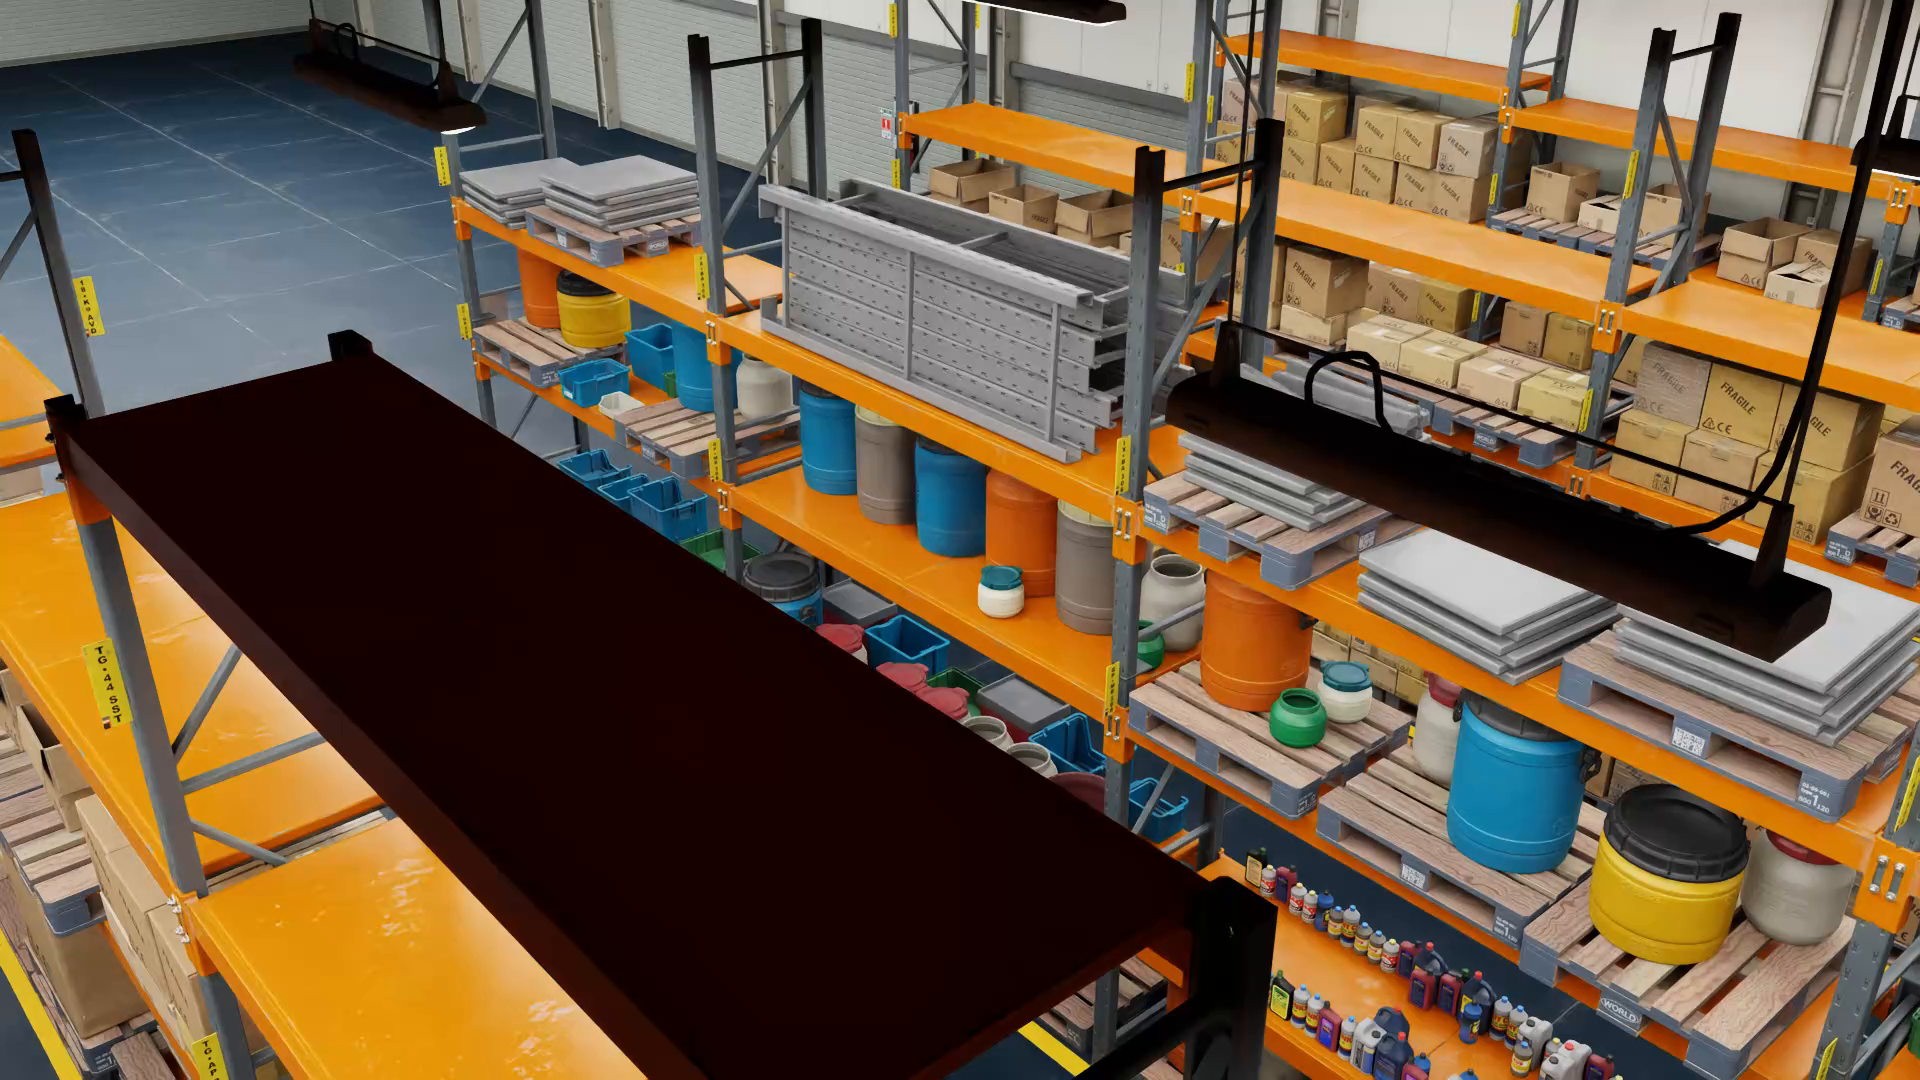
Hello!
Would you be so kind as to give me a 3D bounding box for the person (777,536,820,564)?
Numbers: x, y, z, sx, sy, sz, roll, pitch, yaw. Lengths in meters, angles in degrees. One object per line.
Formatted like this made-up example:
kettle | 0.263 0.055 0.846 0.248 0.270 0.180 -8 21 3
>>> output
person | -1.522 0.090 15.590 0.968 1.590 0.473 17 31 30
